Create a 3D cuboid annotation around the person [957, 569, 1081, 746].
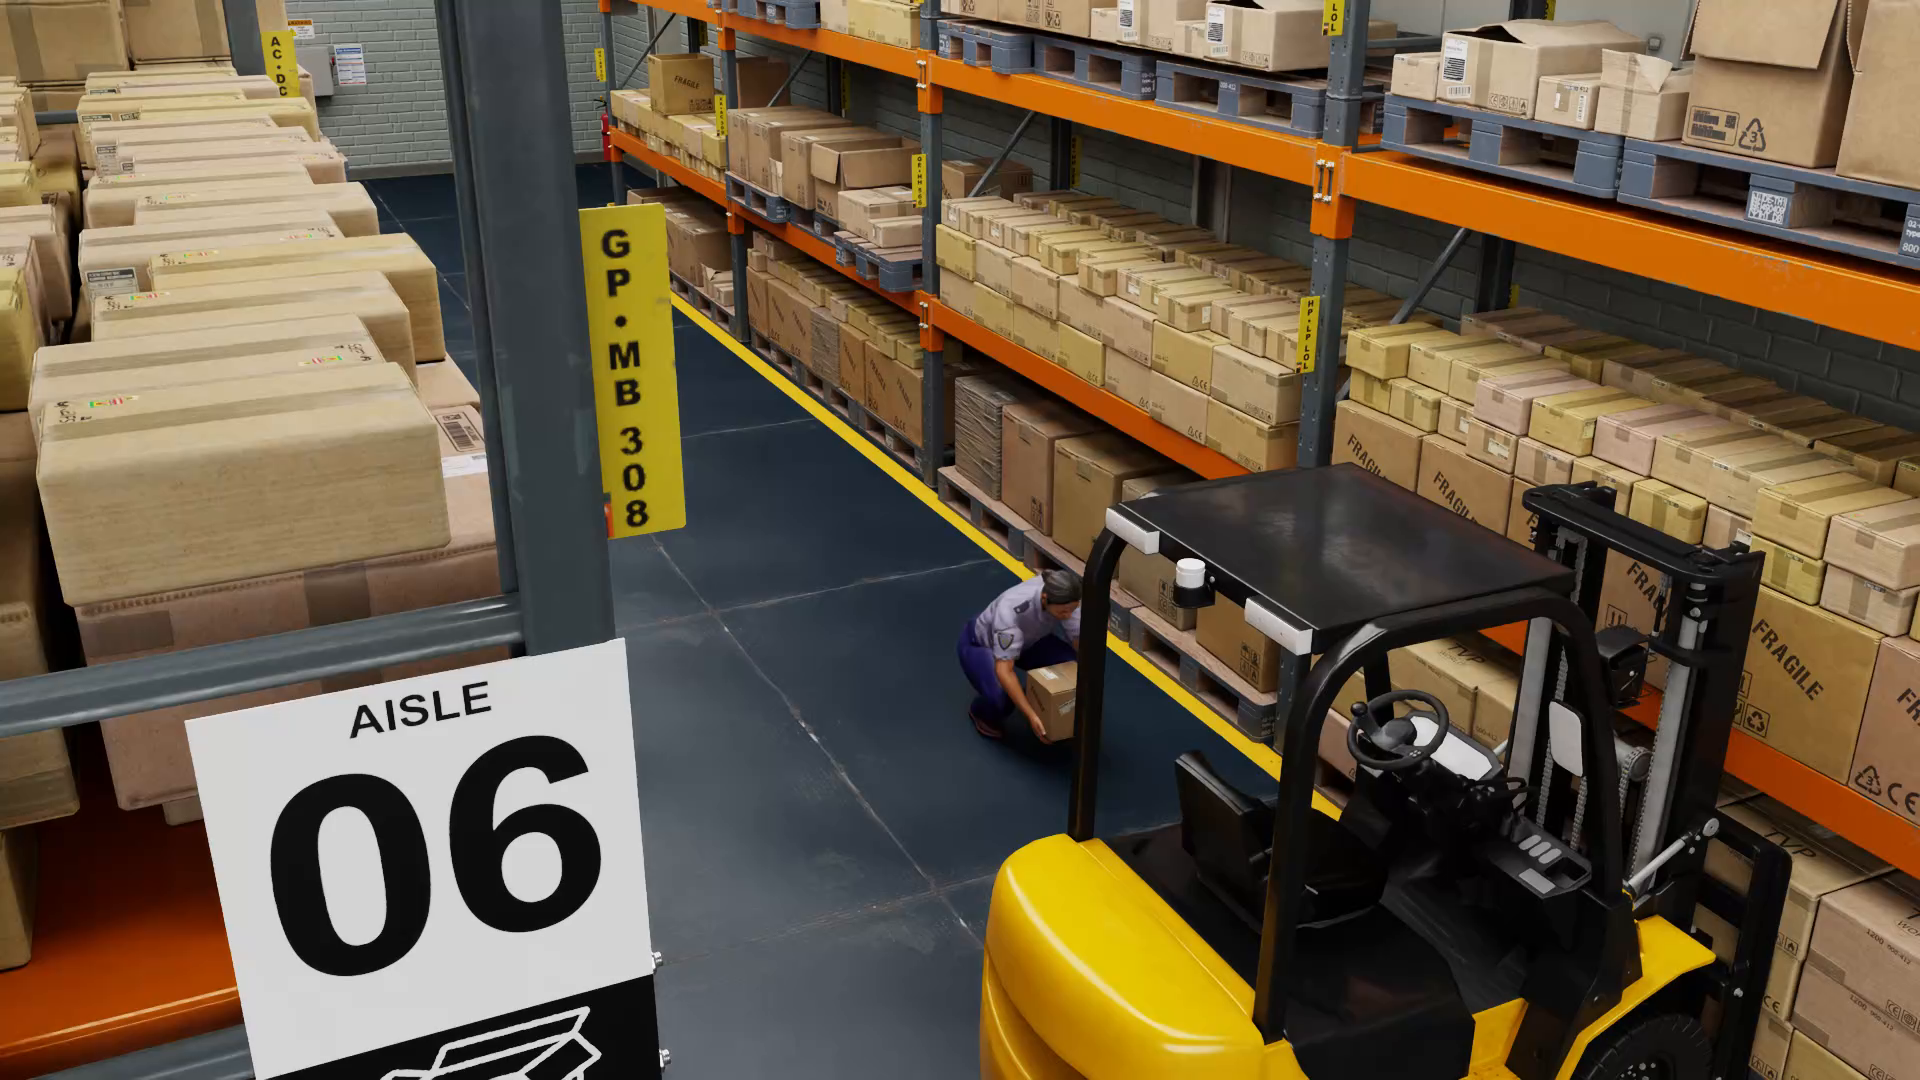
[{"bbox_3d":[0.320,0.506,7.844,0.519,0.929,0.818,-10,24,-24],"label":"person"}]
